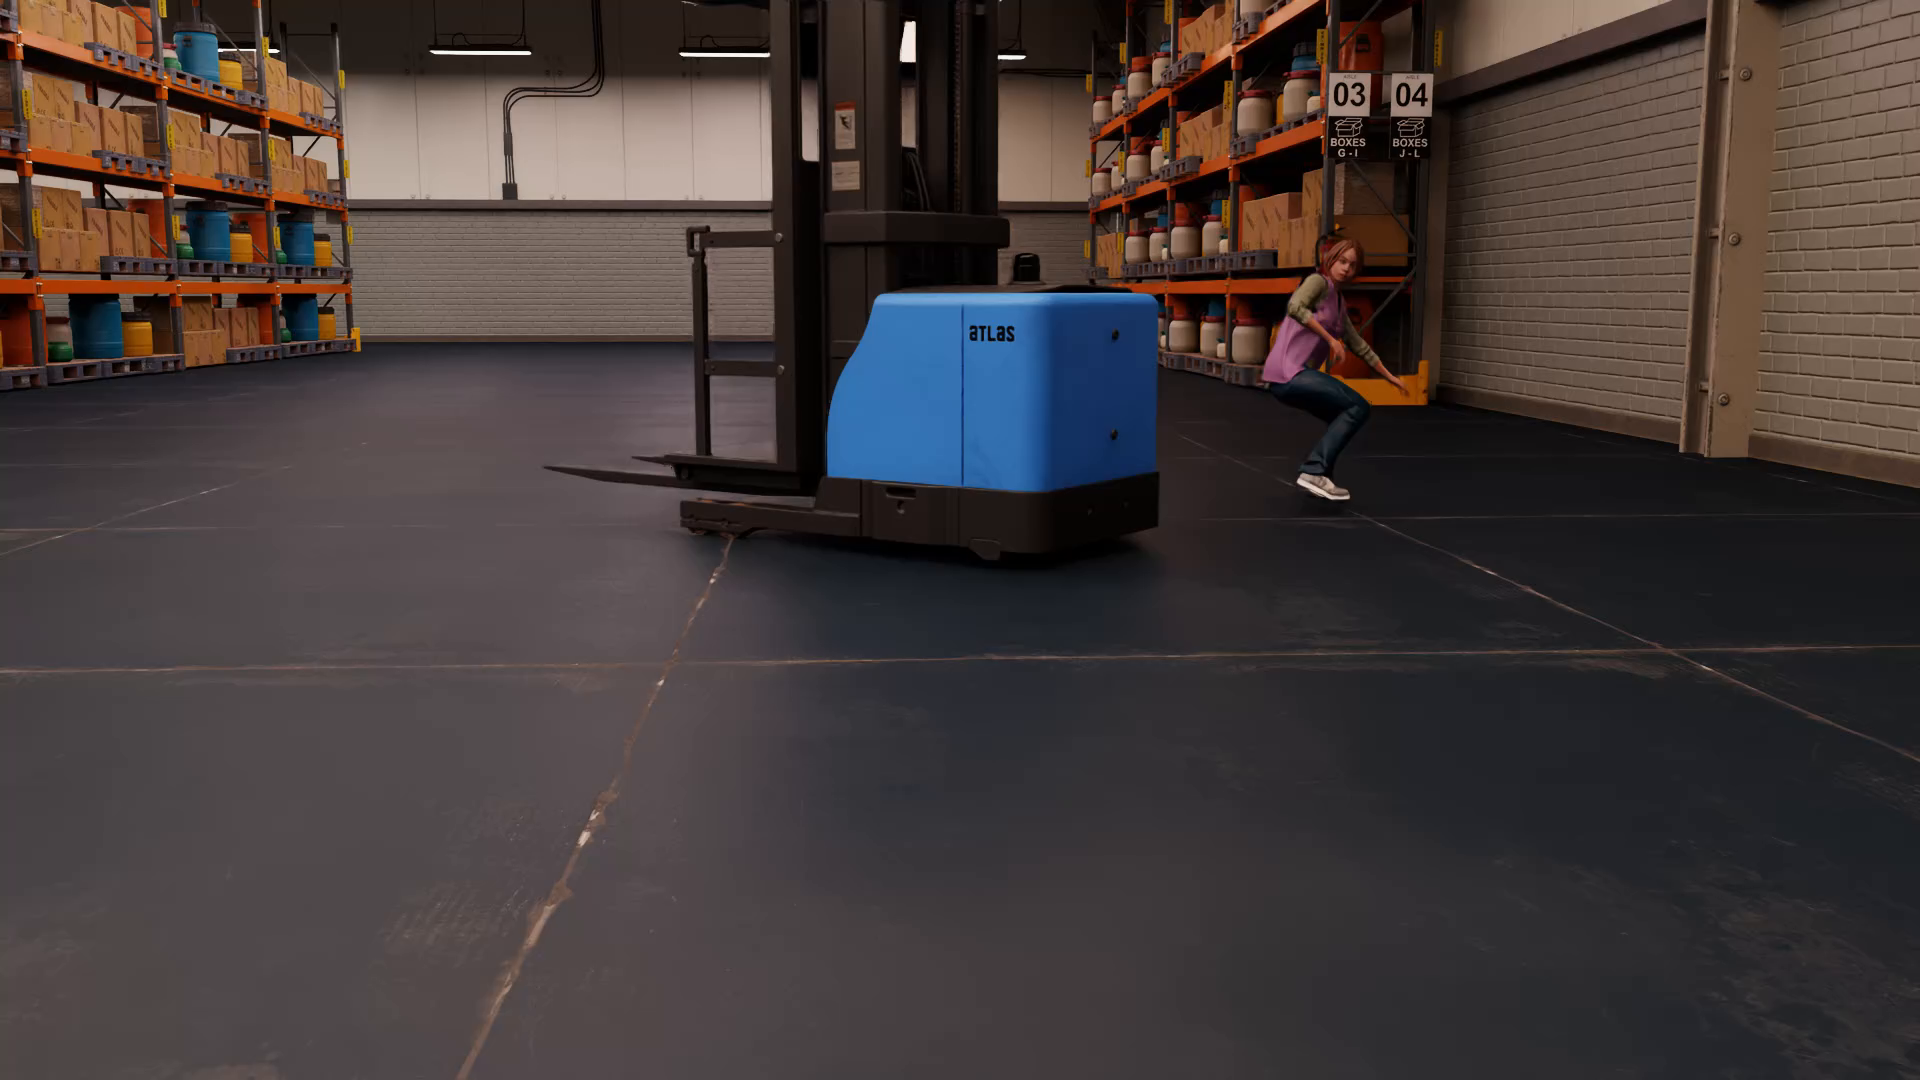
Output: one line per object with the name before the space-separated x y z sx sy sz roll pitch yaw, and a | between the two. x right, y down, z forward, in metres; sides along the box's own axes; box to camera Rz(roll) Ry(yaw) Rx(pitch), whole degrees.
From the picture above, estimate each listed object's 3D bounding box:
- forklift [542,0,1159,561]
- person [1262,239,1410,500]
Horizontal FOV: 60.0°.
forklift | -0.642 -1.509 7.490 3.031 2.935 1.130 6 10 34
person | 1.900 -0.823 8.431 0.696 1.383 0.781 3 9 20
